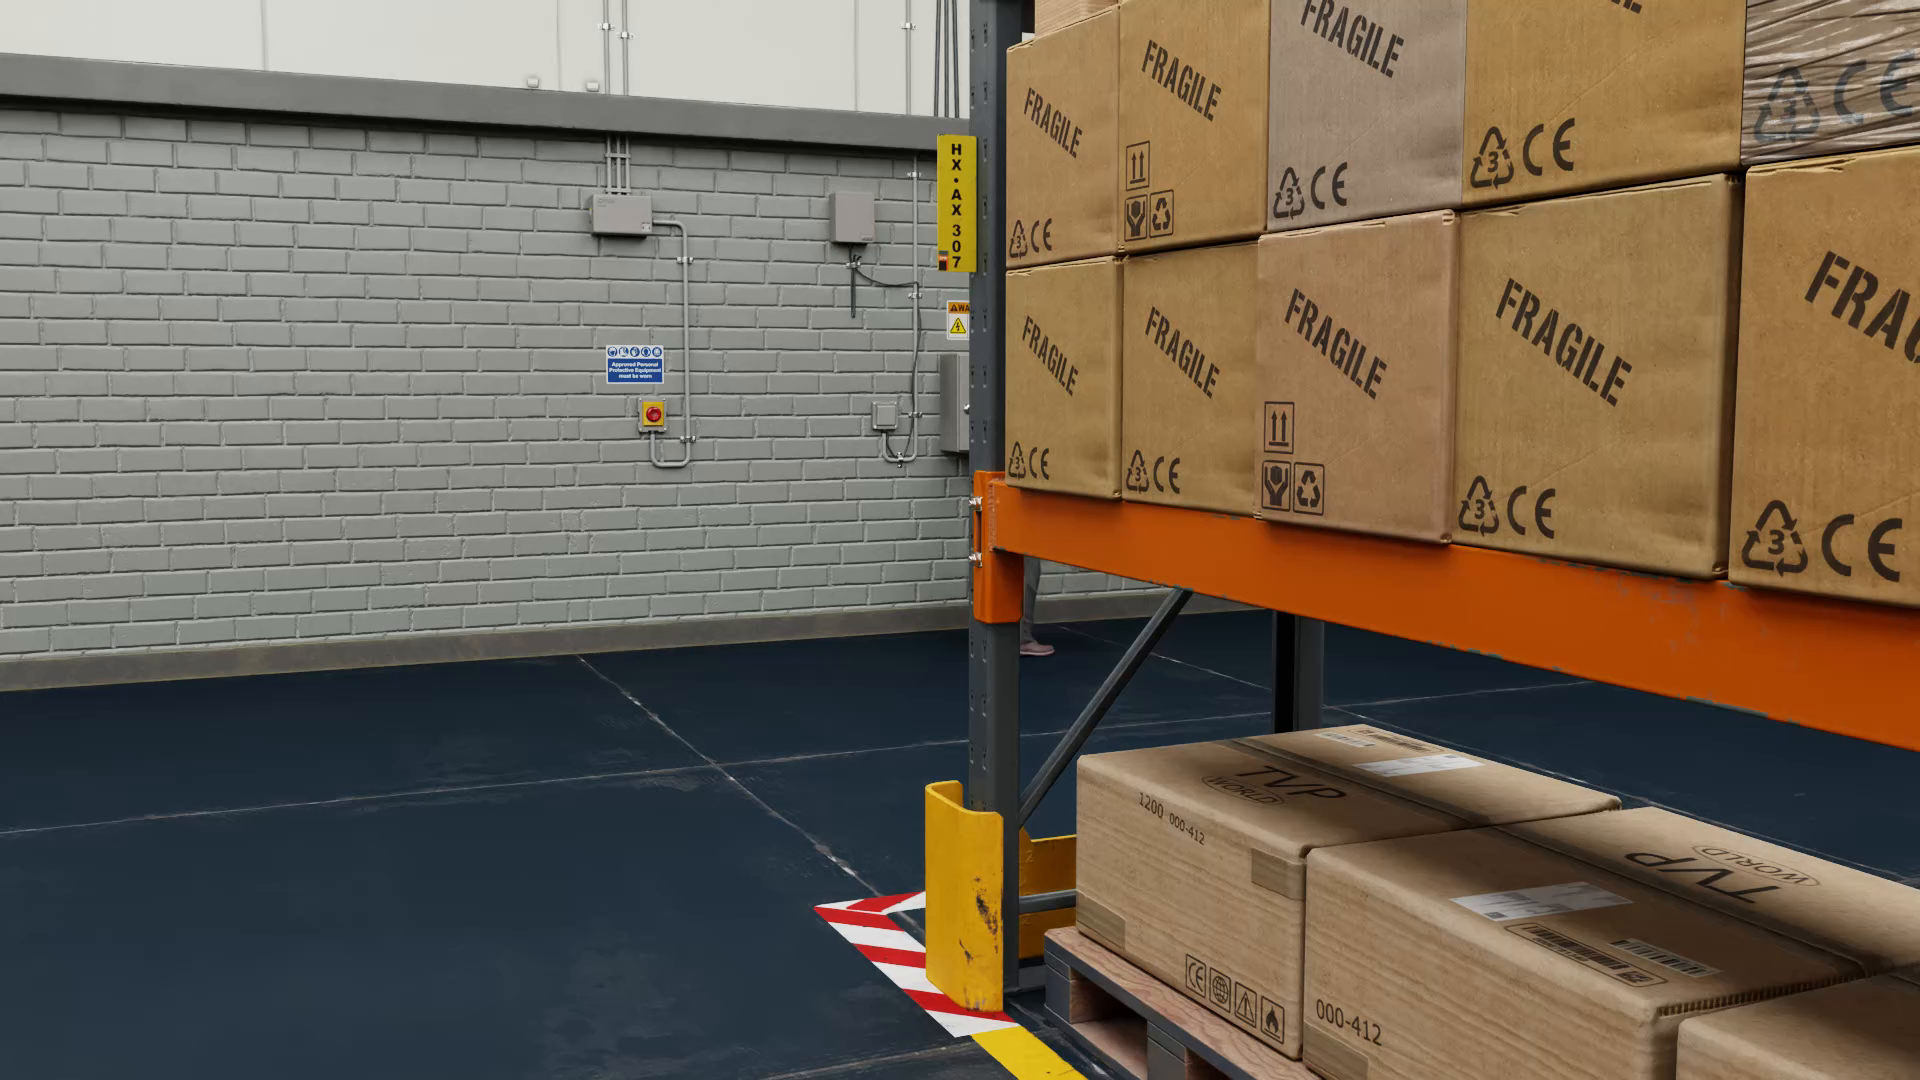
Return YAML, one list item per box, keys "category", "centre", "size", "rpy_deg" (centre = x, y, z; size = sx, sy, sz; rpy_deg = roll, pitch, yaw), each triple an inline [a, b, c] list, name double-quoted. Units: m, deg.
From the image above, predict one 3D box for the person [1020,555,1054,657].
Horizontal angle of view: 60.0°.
- category: "person"
  centre: [0.353, -0.174, 9.399]
  size: [0.518, 1.650, 0.451]
  rpy_deg: [-2, 6, -23]
